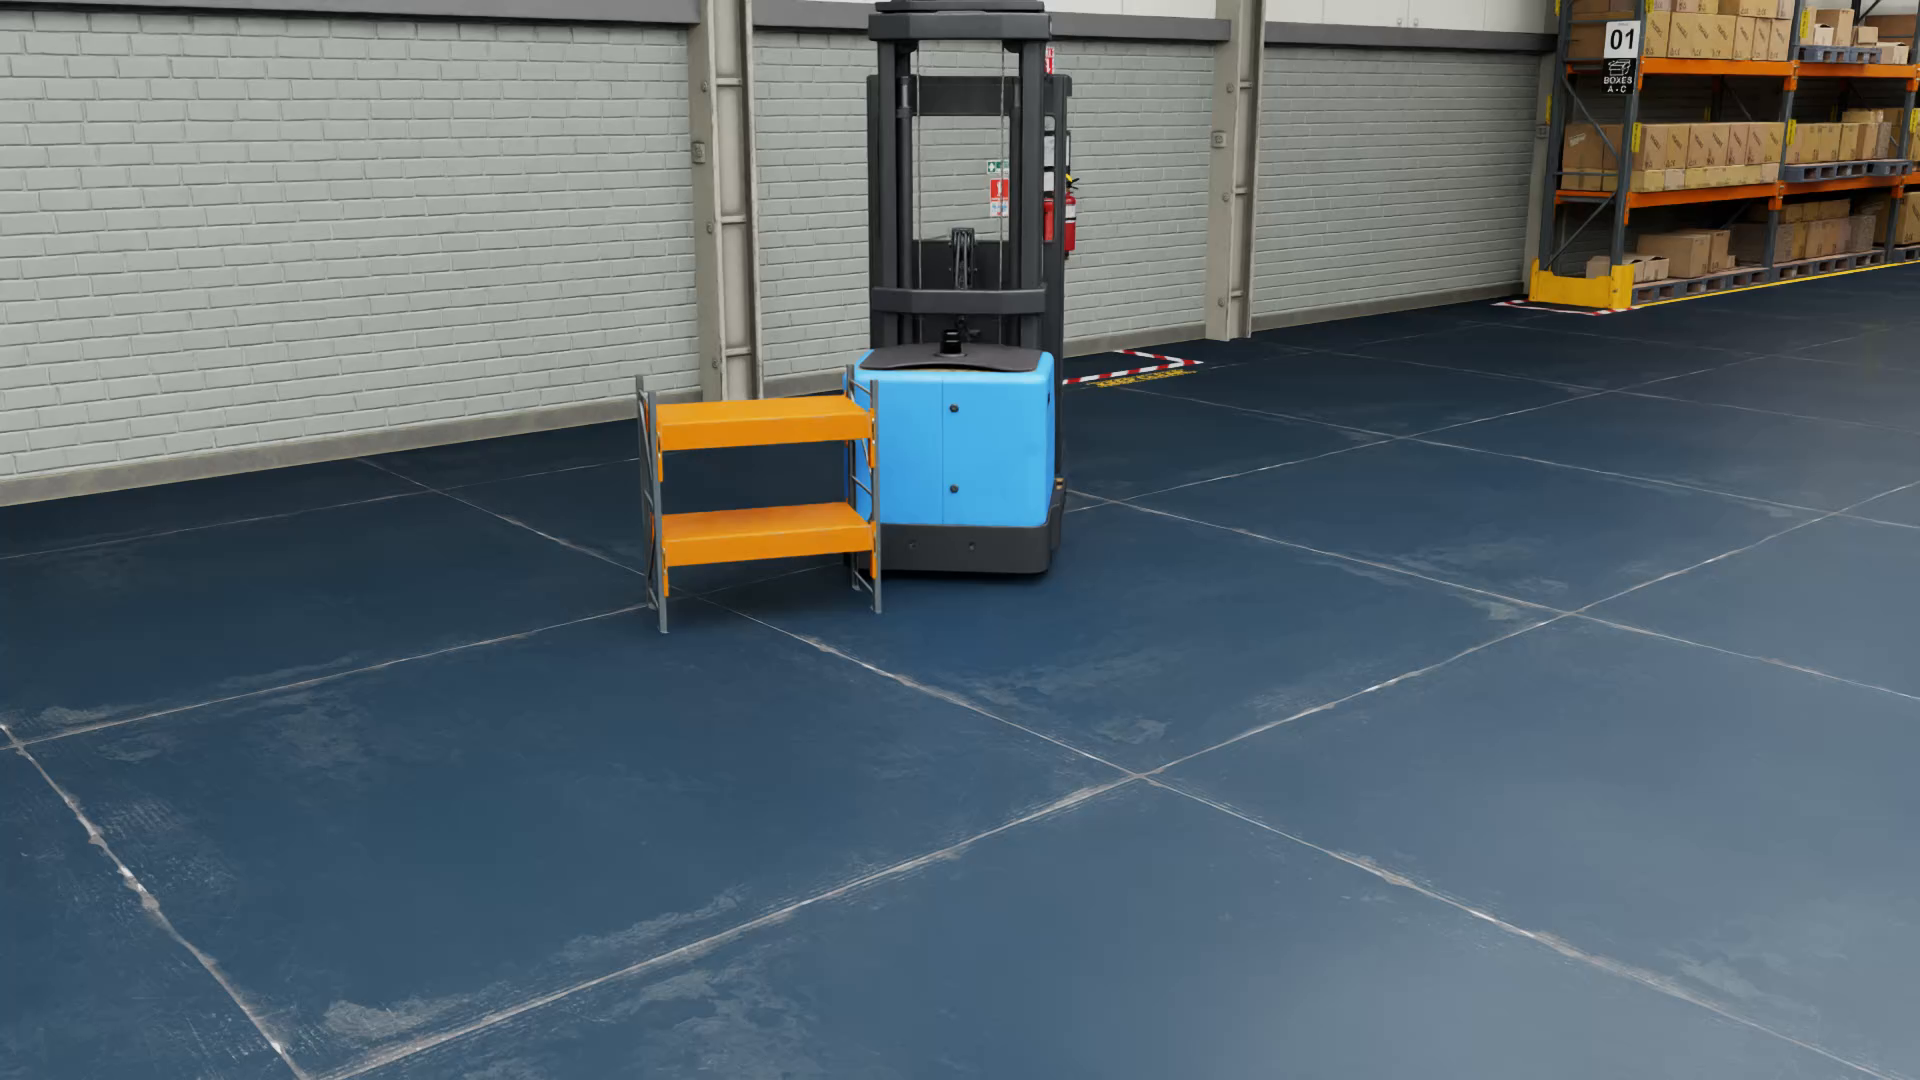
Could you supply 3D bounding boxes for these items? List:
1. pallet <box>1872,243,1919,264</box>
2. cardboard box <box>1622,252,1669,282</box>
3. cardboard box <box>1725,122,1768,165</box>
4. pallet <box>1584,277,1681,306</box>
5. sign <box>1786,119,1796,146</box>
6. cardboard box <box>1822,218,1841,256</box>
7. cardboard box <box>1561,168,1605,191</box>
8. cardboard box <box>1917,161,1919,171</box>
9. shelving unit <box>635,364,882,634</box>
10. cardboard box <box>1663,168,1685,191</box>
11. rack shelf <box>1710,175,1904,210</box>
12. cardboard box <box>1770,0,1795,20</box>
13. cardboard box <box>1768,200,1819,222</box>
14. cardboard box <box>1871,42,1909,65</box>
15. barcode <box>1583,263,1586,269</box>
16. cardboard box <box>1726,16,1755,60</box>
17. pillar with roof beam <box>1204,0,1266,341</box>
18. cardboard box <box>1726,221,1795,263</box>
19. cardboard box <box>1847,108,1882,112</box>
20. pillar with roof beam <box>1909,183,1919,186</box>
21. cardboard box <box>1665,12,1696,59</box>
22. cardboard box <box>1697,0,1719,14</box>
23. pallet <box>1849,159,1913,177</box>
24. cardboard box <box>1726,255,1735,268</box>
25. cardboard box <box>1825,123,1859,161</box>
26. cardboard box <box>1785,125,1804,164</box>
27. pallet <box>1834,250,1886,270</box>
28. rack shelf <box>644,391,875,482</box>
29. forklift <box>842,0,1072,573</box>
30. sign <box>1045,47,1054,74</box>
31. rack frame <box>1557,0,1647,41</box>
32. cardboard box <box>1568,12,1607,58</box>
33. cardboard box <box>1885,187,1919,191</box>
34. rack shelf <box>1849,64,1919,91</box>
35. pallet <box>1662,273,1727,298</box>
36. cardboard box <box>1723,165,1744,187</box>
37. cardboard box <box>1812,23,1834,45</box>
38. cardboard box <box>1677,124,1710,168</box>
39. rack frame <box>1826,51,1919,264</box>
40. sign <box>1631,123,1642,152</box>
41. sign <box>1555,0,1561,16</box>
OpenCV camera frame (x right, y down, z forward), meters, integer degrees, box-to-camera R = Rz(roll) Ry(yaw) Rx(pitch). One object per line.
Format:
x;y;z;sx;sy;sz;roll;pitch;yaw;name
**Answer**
13.972;-4.371;25.206;1.213;0.211;1.003;-13;19;-39;pallet
8.304;-3.354;20.352;0.500;0.311;0.500;-11;18;-35;cardboard box
9.784;-4.996;20.938;0.500;0.500;0.500;-13;20;-40;cardboard box
7.986;-3.041;20.225;1.213;0.211;1.003;-13;19;-39;pallet
10.672;-5.236;21.362;0.005;0.325;0.100;-13;19;-39;sign
11.998;-4.318;23.595;0.500;0.500;0.700;-13;20;-40;cardboard box
7.518;-4.299;19.782;0.500;0.250;0.500;-12;19;-39;cardboard box
14.180;-5.568;24.731;0.250;0.149;0.380;-12;19;-38;cardboard box
-0.949;-0.213;7.866;1.048;1.125;0.538;-5;16;-17;shelving unit
8.252;-4.293;19.762;0.500;0.250;0.500;-13;20;-41;cardboard box
11.819;-4.913;23.225;4.000;0.370;1.077;-13;19;-39;rack shelf
10.110;-6.775;20.817;0.500;0.500;0.500;14;20;42;cardboard box
11.575;-4.581;23.127;0.500;0.250;0.500;-13;20;-41;cardboard box
12.962;-6.841;23.369;0.500;0.311;0.500;-13;19;-39;cardboard box
7.625;-3.343;20.293;0.075;0.075;0.001;-13;19;-39;barcode
9.309;-6.111;20.271;0.500;0.500;0.500;-14;20;-41;cardboard box
5.553;-5.575;12.685;0.400;9.000;9.100;-13;19;-39;pillar with roof beam
10.855;-4.055;22.609;0.500;0.500;0.700;-12;19;-38;cardboard box
13.500;-6.291;24.727;0.500;0.250;0.500;-12;19;-38;cardboard box
19.131;-8.624;24.100;0.400;9.000;9.100;-13;19;-39;pillar with roof beam
8.138;-5.844;19.269;0.500;0.500;0.500;-11;19;-36;cardboard box
8.534;-6.417;19.478;0.500;0.500;0.500;-12;19;-38;cardboard box
12.860;-5.365;23.896;1.003;0.211;1.213;-13;19;-39;pallet
9.926;-3.669;21.812;0.380;0.166;0.250;13;20;40;cardboard box
12.054;-5.564;23.220;0.500;0.500;0.700;-13;19;-39;cardboard box
10.717;-5.262;22.092;0.500;0.500;0.700;-13;19;-39;cardboard box
12.737;-4.120;24.266;1.213;0.211;1.003;-13;19;-39;pallet
-0.949;-0.495;7.790;1.000;0.278;0.538;-5;16;-17;rack shelf
0.062;-1.578;9.476;1.130;2.935;3.031;1;15;5;forklift
0.766;-4.242;14.825;0.199;0.298;0.001;-13;19;-39;sign
7.293;-7.143;18.553;0.127;3.000;1.000;-13;19;-39;rack frame
7.441;-5.872;19.374;0.500;0.500;0.500;-11;18;-35;cardboard box
14.634;-5.010;25.546;0.750;0.750;0.750;-13;20;-40;cardboard box
14.836;-7.040;25.375;4.000;0.370;1.077;-13;19;-39;rack shelf
8.906;-3.246;20.995;1.213;0.211;1.003;-13;19;-39;pallet
9.401;-4.549;20.720;0.500;0.250;0.500;-13;20;-40;cardboard box
11.240;-6.712;22.113;0.500;0.311;0.500;-12;19;-38;cardboard box
8.623;-4.734;19.960;0.500;0.500;0.500;-13;20;-41;cardboard box
13.328;-5.600;24.401;0.127;3.000;1.000;-13;19;-39;rack frame
7.649;-4.557;18.820;0.005;0.325;0.100;-13;19;-39;sign
6.943;-6.233;19.243;0.005;0.325;0.100;-13;19;-39;sign
